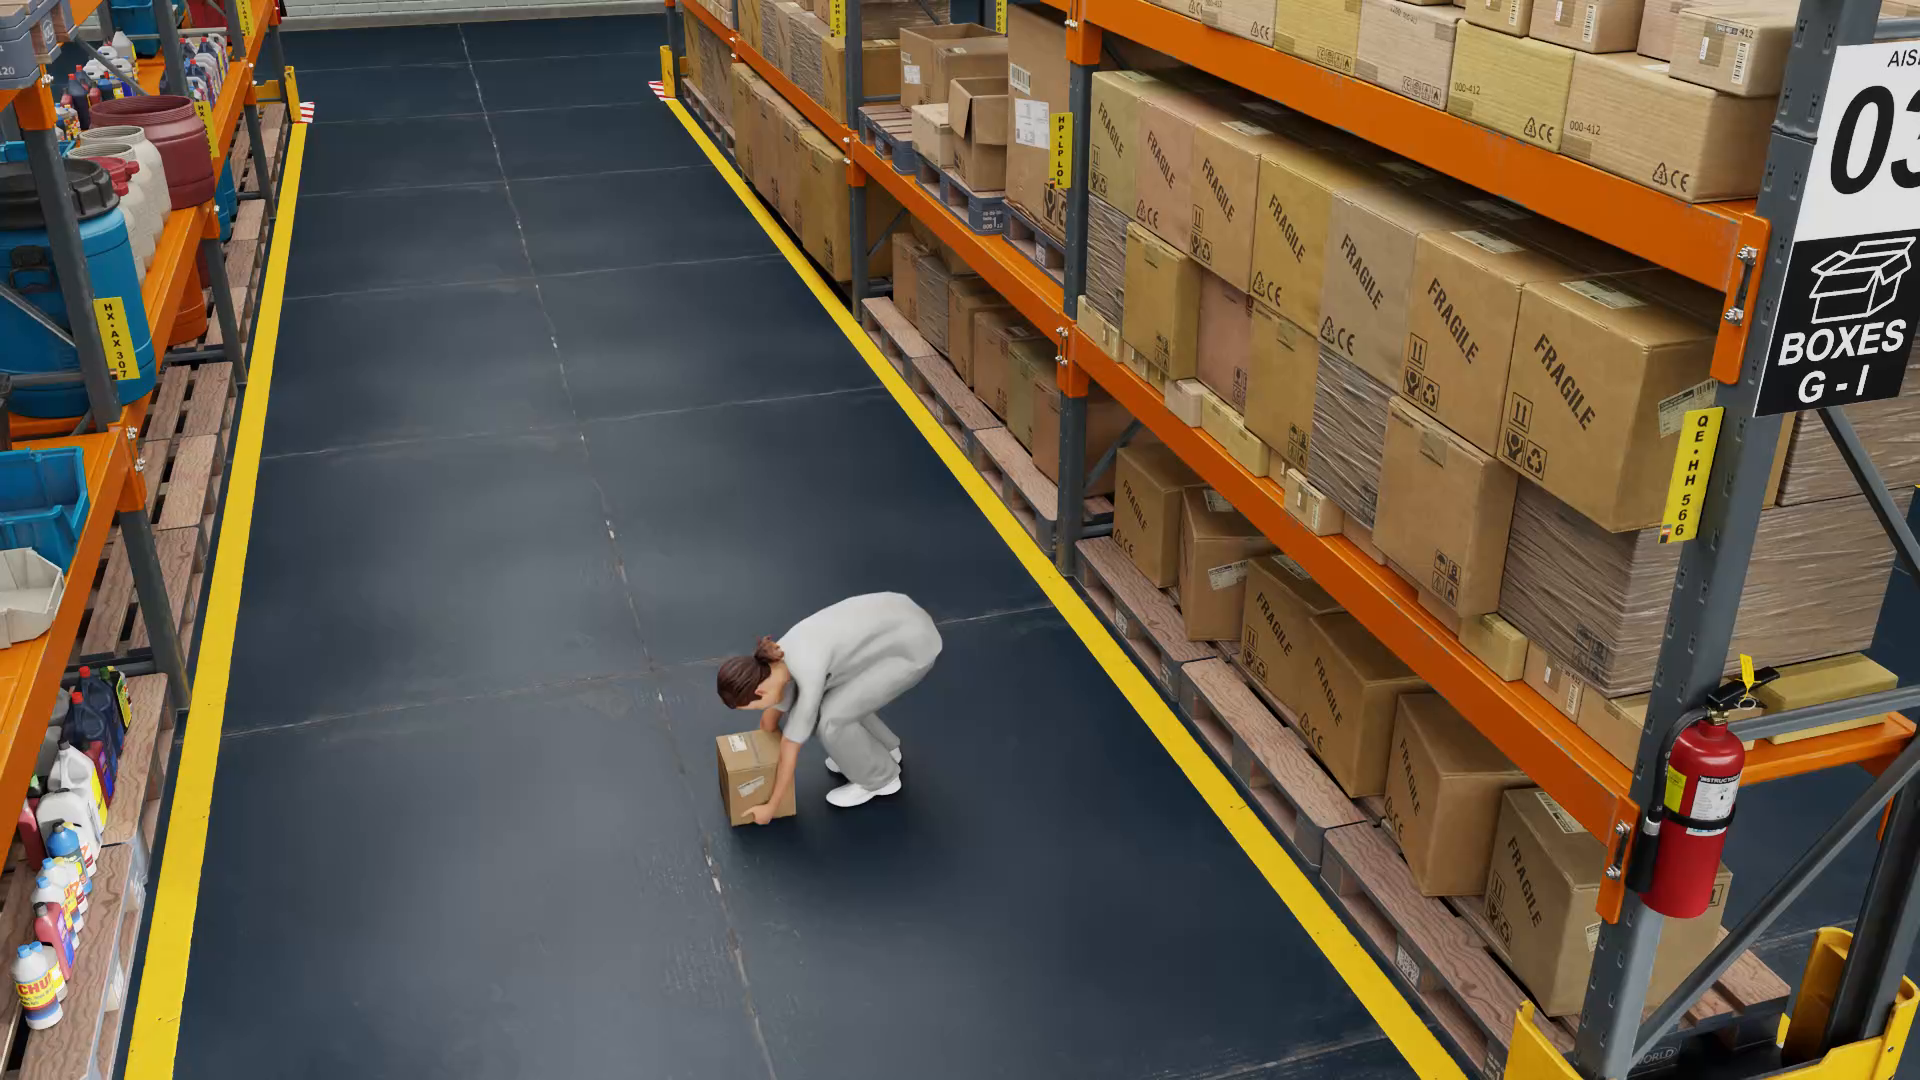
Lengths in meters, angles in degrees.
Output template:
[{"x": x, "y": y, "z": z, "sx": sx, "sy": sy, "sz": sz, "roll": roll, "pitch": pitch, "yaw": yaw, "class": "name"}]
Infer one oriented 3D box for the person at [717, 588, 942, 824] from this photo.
[{"x": -0.495, "y": 0.624, "z": 6.363, "sx": 0.861, "sy": 0.819, "sz": 0.462, "roll": -9, "pitch": 28, "yaw": -18, "class": "person"}]
